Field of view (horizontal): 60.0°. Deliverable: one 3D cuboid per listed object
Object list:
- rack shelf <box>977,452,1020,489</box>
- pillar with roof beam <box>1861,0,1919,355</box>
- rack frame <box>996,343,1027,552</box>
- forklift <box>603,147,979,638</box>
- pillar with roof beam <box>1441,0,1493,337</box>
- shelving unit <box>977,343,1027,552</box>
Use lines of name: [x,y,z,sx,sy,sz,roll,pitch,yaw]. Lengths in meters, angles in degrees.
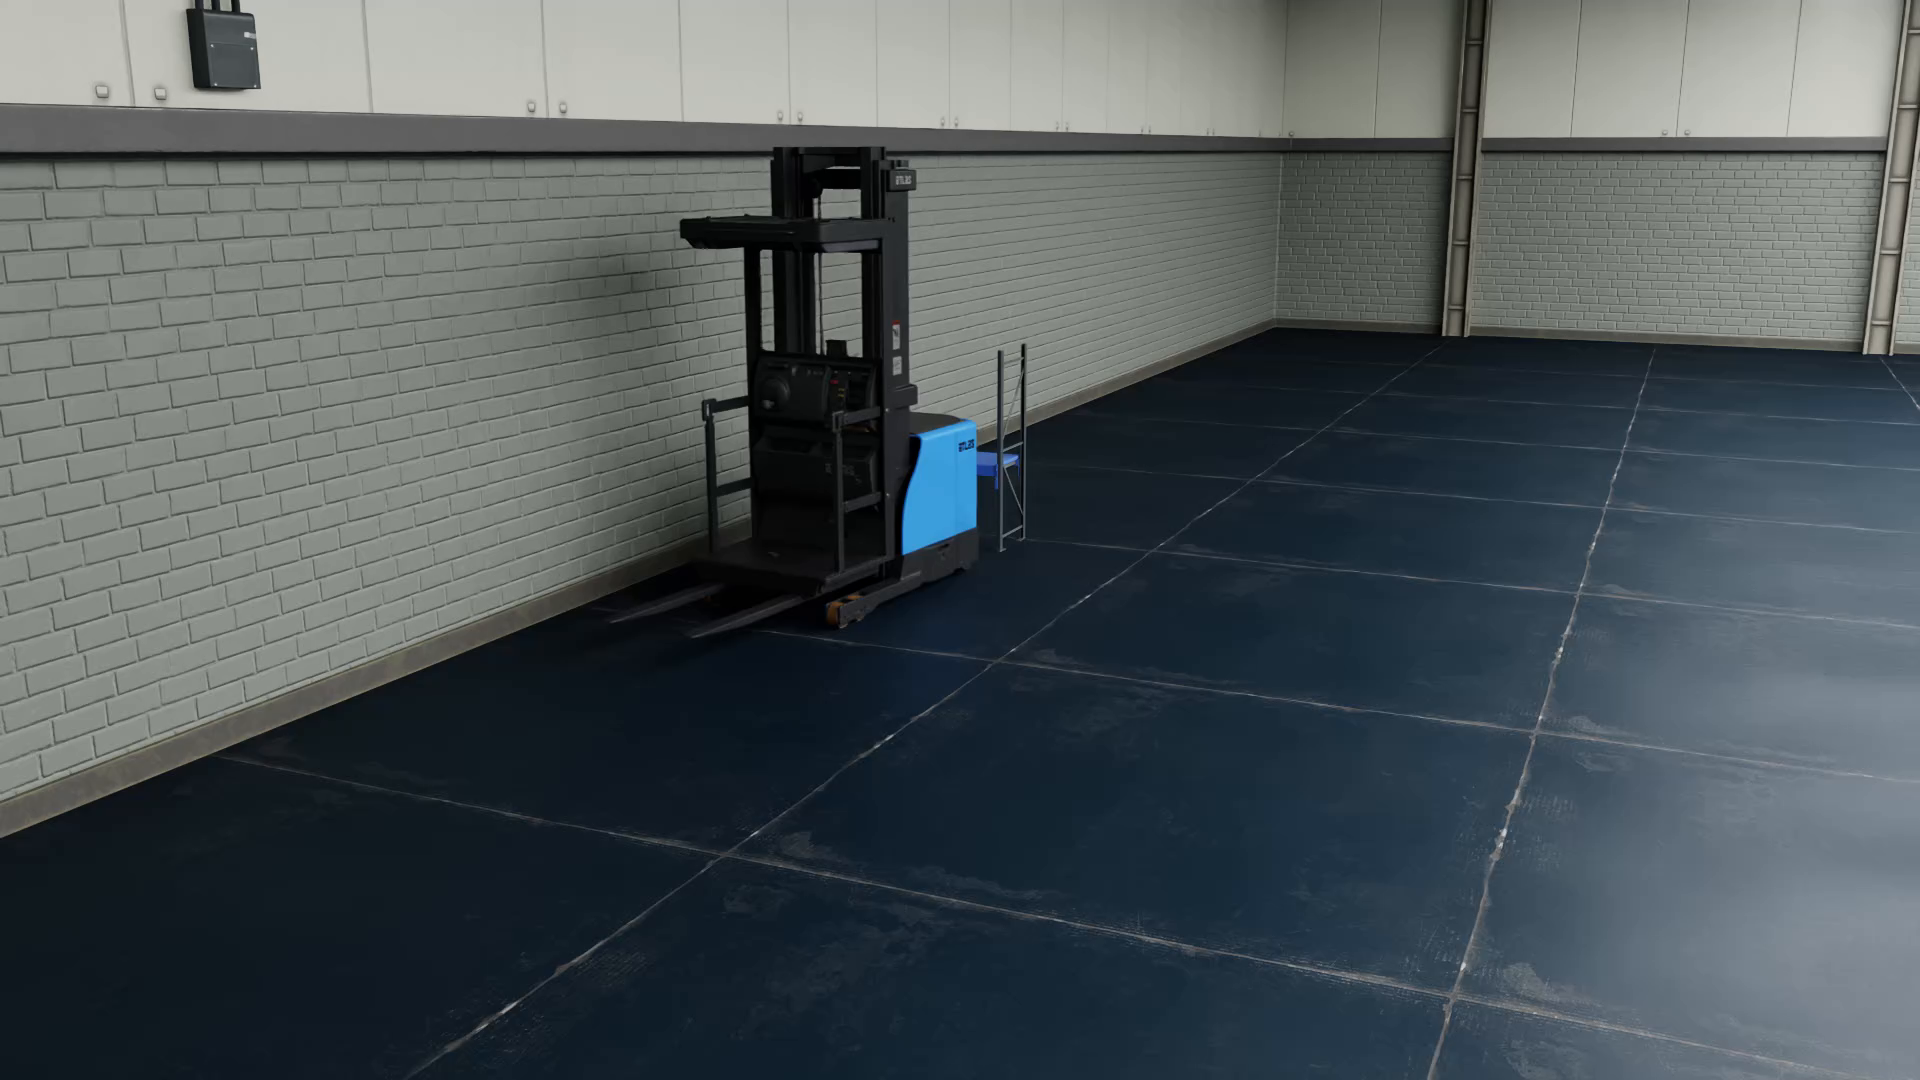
rack shelf: [-0.078,-0.563,12.658,1.000,0.185,0.538,6,14,23]
pillar with roof beam: [11.729,-6.223,19.576,0.400,9.000,9.100,6,14,23]
rack frame: [0.387,-0.691,12.417,0.032,1.500,0.500,6,14,23]
forklift: [-1.045,-0.994,10.575,1.130,2.935,3.031,8,15,29]
pillar with roof beam: [6.243,-6.778,21.942,0.400,9.000,9.100,6,14,23]
shelving unit: [-0.078,-0.738,12.617,1.048,1.500,0.538,6,14,23]
